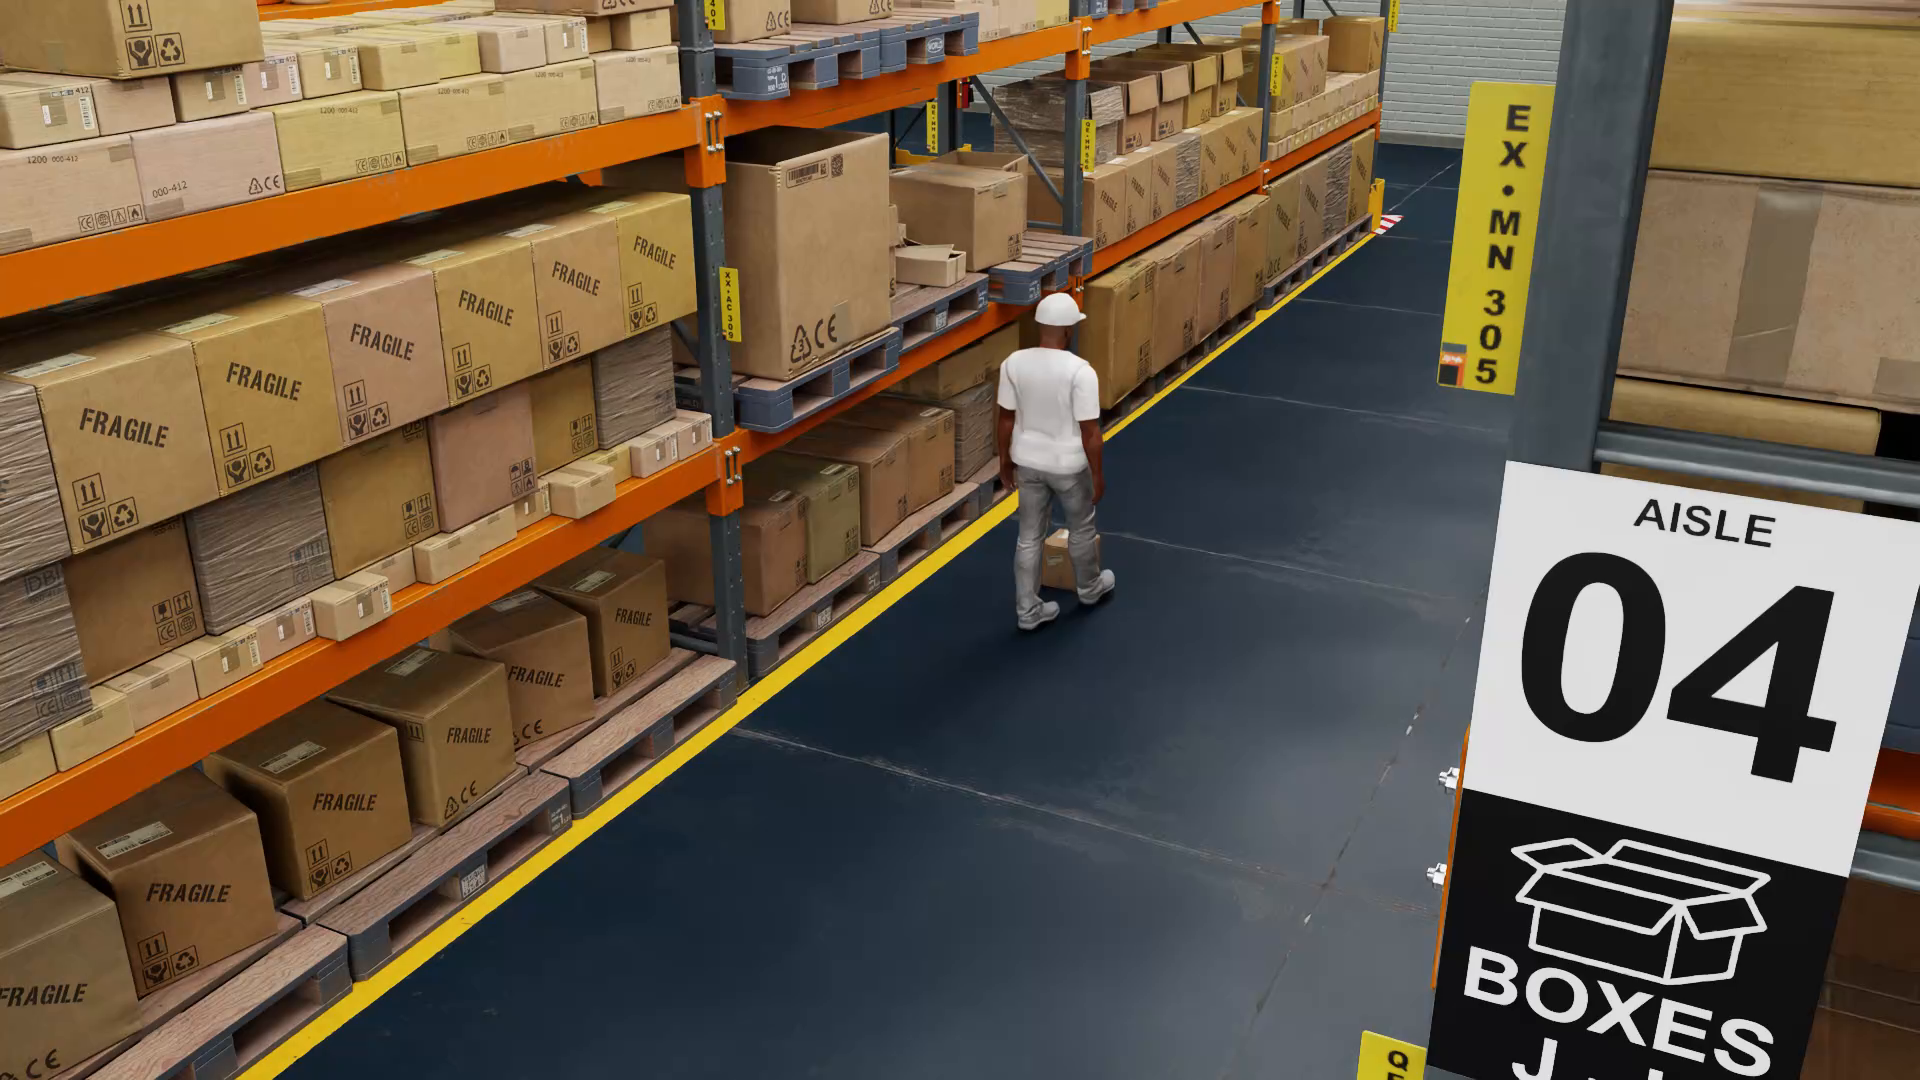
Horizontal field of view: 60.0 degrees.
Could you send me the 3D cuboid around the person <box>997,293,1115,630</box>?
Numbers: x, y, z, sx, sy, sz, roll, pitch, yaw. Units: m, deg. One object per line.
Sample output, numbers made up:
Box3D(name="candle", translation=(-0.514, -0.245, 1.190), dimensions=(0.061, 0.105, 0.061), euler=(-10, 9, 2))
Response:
Box3D(name="person", translation=(0.544, -0.449, 8.614), dimensions=(0.593, 1.752, 0.748), euler=(12, 25, 26))
